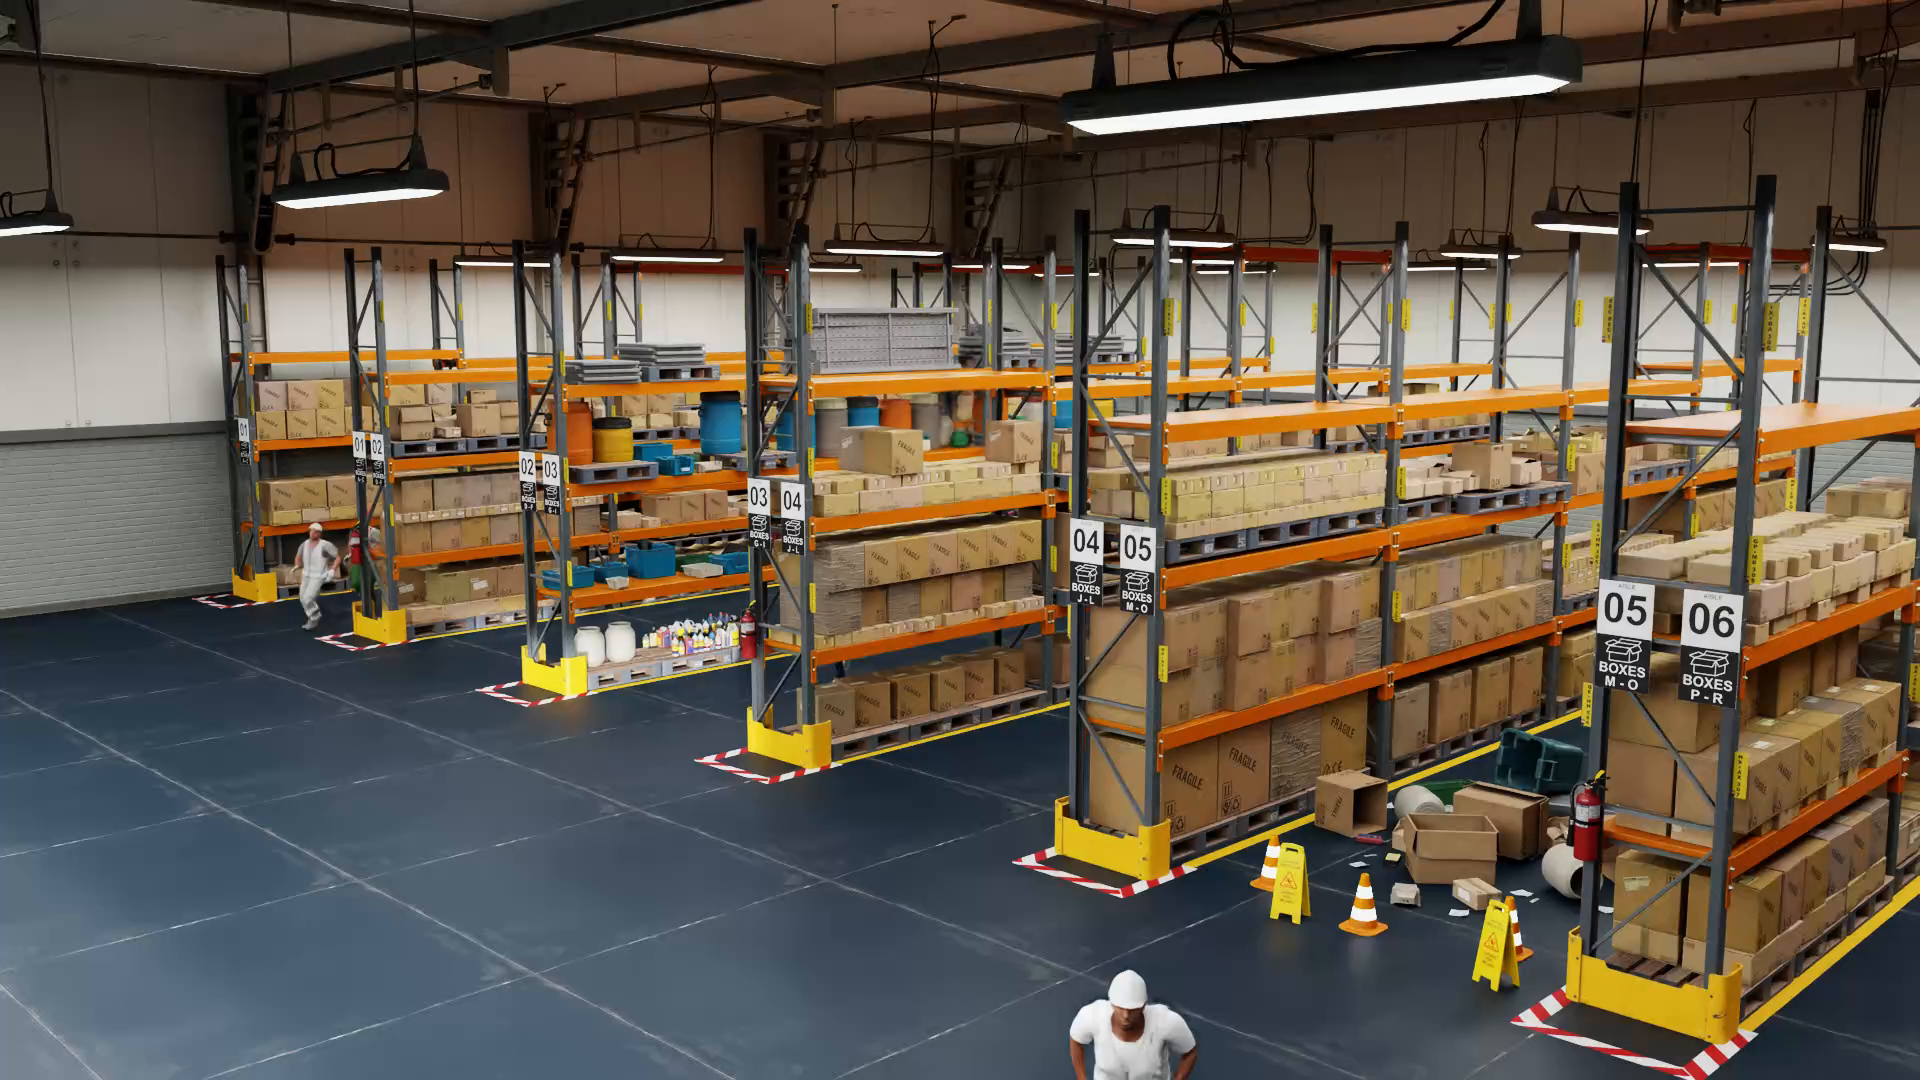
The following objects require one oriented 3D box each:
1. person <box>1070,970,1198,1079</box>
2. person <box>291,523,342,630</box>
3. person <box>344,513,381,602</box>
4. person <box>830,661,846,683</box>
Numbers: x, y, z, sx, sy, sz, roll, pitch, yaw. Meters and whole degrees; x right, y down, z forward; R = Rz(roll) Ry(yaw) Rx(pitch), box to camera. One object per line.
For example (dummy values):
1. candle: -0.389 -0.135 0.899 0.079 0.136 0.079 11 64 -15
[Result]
1. person: 0.948 3.076 9.126 0.701 1.702 0.920 1 8 8
2. person: -10.205 0.589 26.246 0.724 1.717 0.582 3 8 17
3. person: -9.993 0.369 27.817 0.669 1.730 0.632 0 8 2
4. person: -1.776 1.248 22.472 0.524 1.527 0.662 6 10 37
